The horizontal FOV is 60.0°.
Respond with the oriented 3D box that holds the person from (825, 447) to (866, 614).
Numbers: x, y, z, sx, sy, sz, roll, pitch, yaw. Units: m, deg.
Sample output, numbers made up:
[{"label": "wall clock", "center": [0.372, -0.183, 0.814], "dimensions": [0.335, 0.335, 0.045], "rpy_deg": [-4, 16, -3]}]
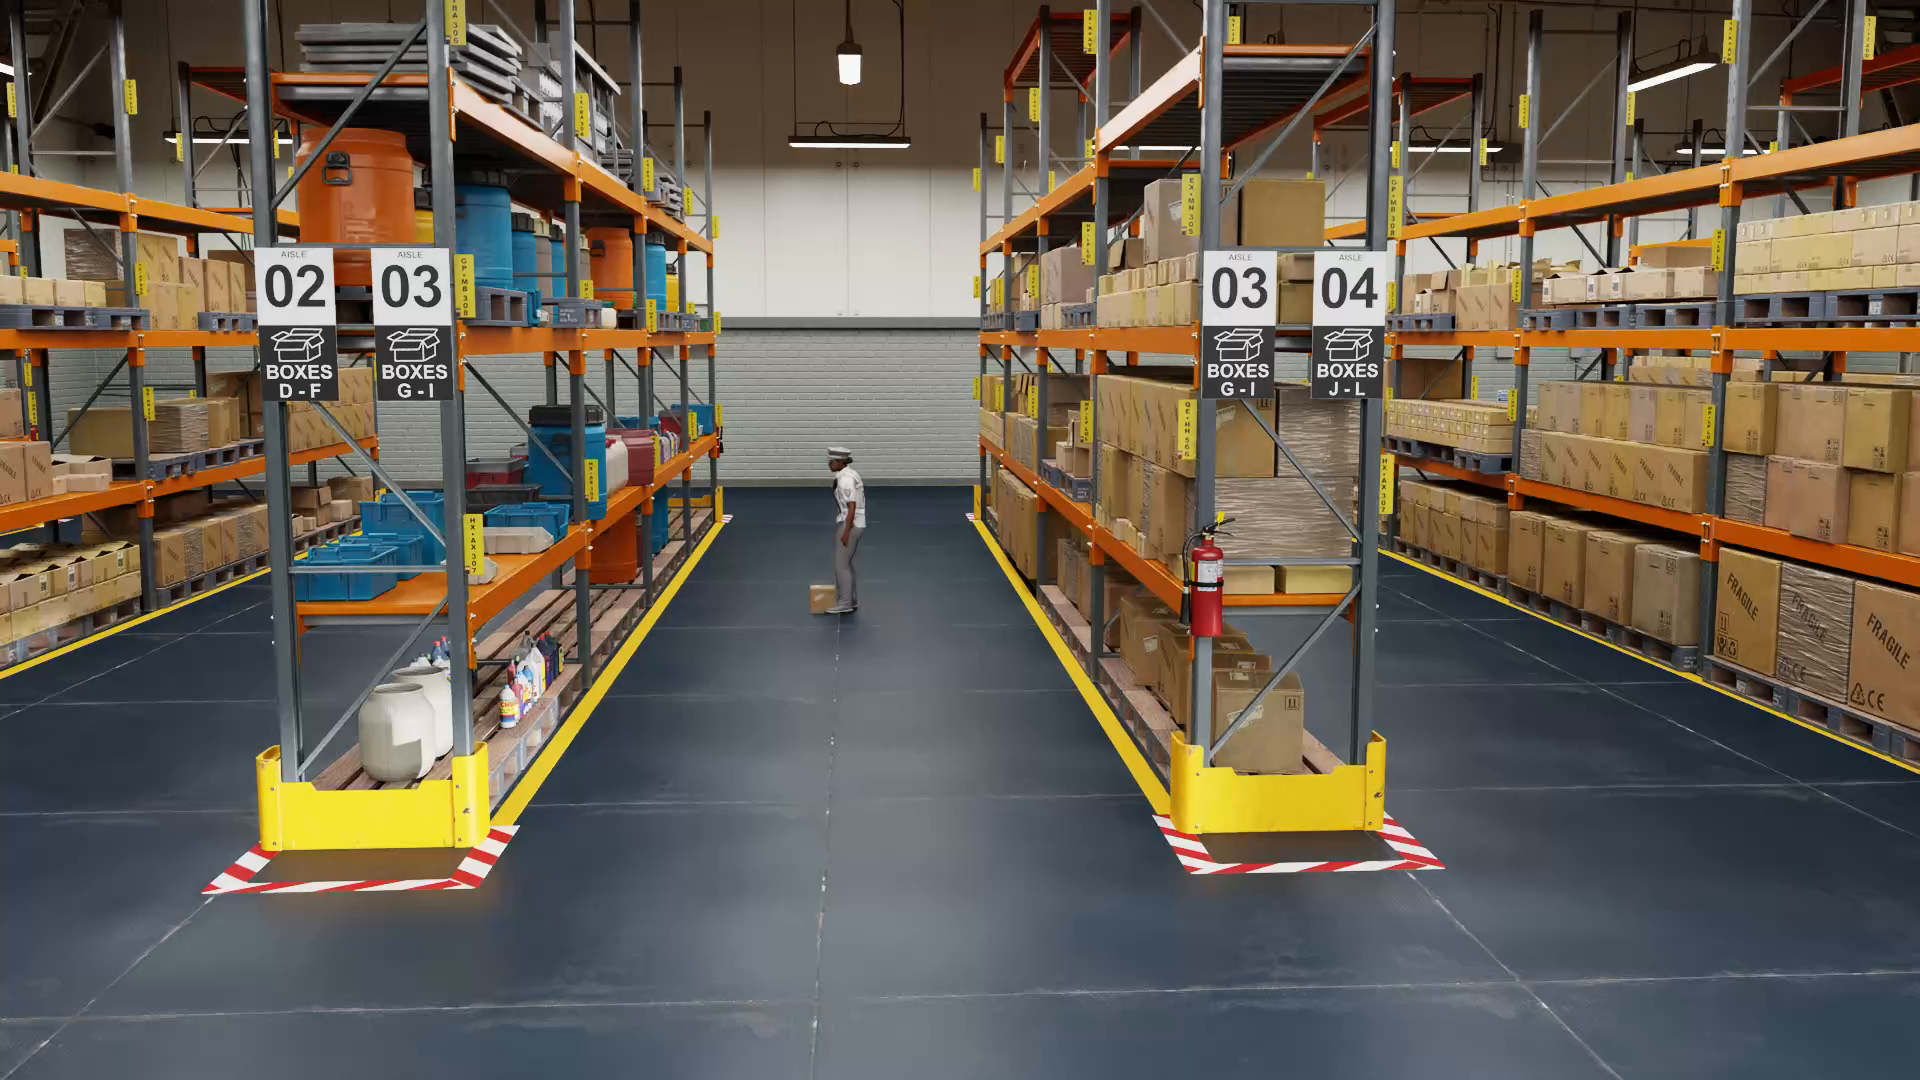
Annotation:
[{"label": "person", "center": [-1.157, -0.106, 16.636], "dimensions": [0.427, 1.656, 0.518], "rpy_deg": [-1, 7, -6]}]
